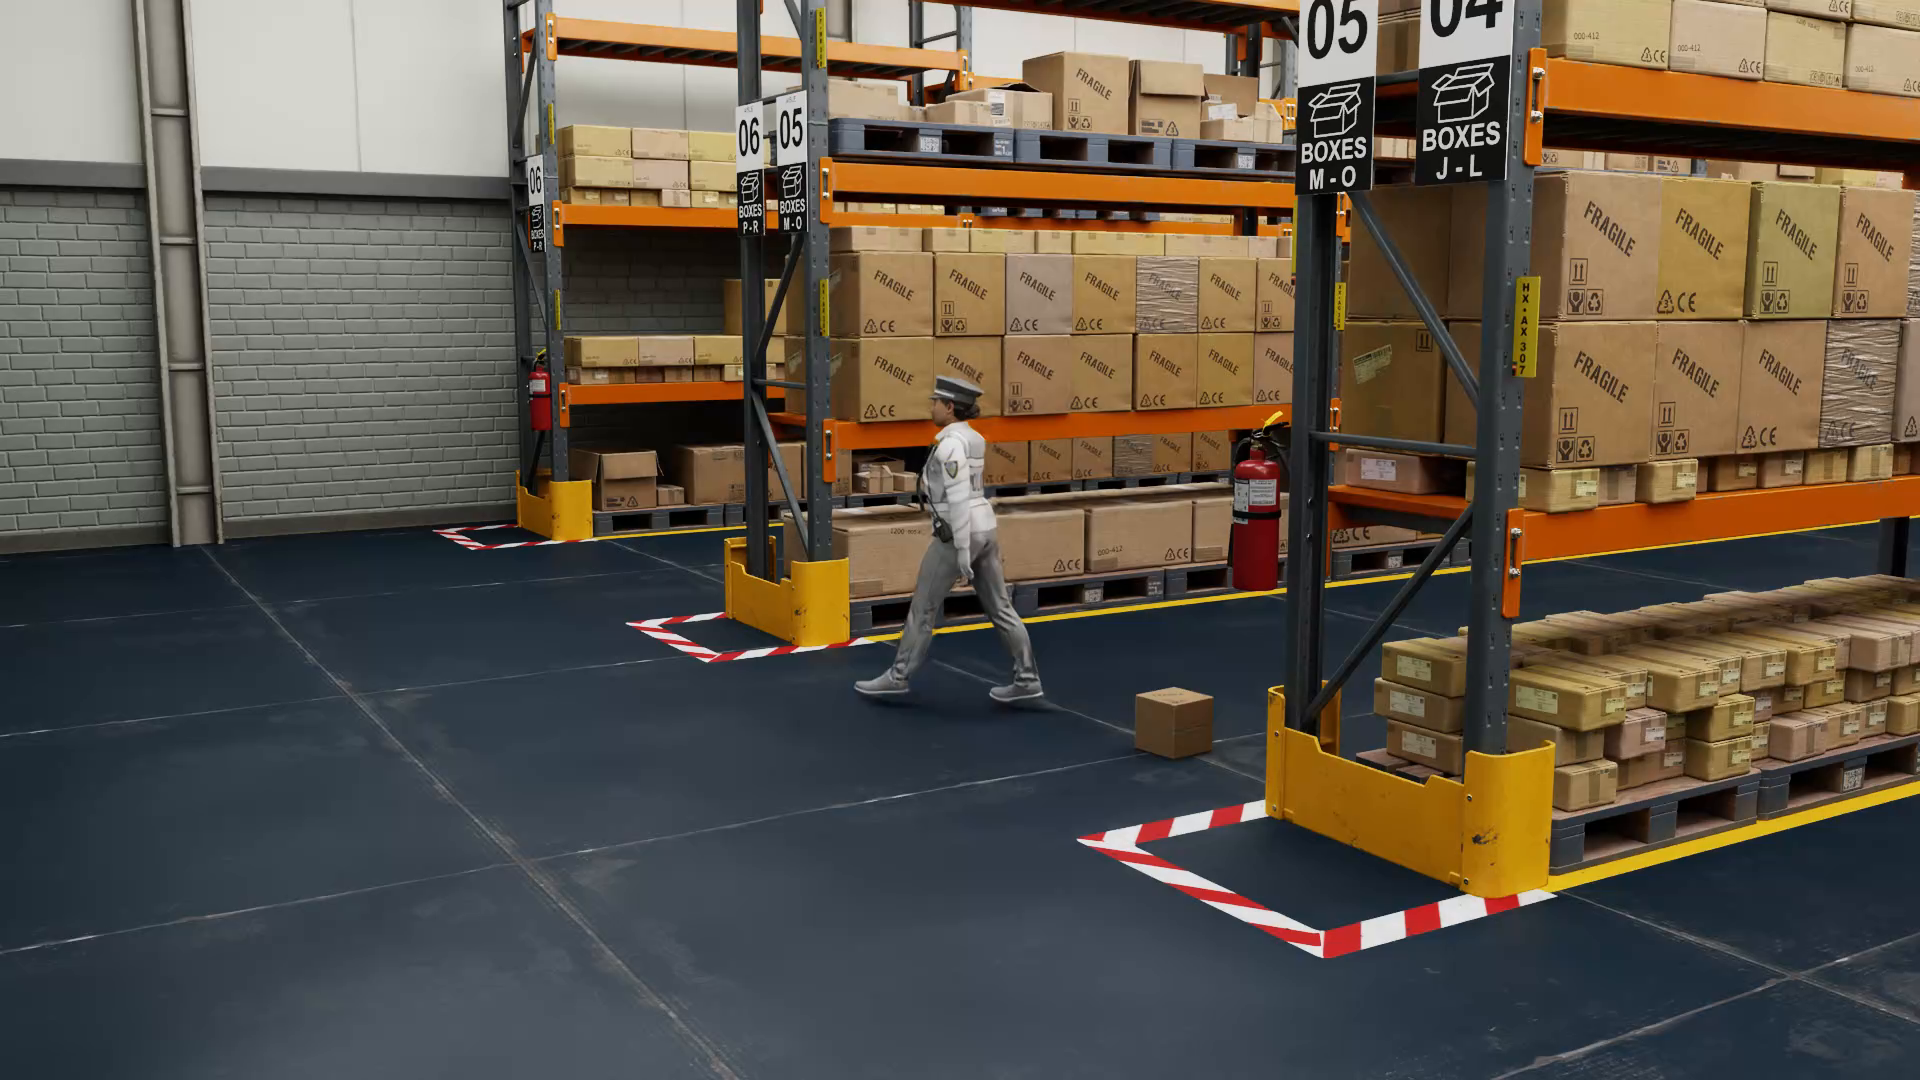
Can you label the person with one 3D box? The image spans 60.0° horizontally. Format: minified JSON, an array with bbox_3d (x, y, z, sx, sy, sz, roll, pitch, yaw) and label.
[{"bbox_3d":[-0.035,-0.015,8.302,0.959,1.623,0.480,4,9,26],"label":"person"}]
